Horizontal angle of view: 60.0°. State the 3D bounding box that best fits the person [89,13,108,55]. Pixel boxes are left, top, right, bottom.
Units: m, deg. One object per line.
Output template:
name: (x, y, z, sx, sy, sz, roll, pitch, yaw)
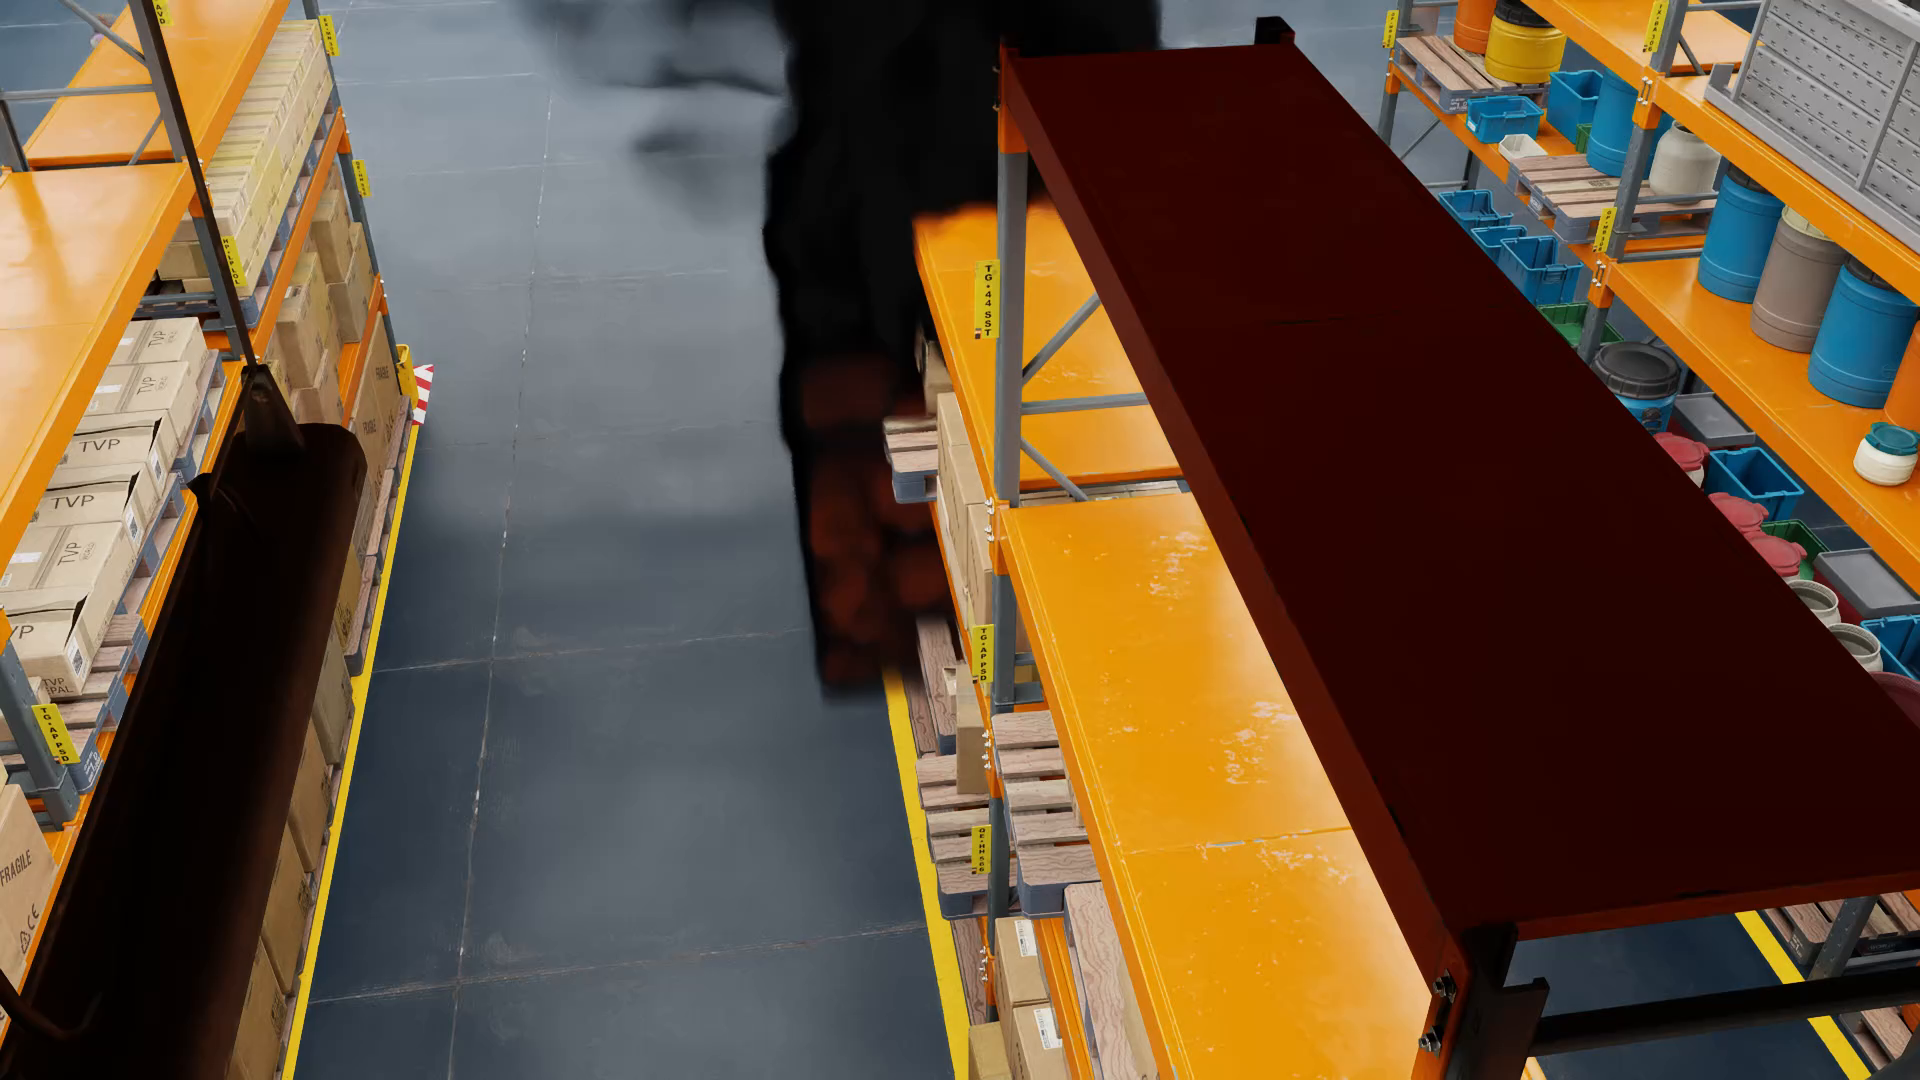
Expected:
person: (-9.787, -5.329, 19.331, 0.852, 1.587, 0.568, 19, 40, 24)
